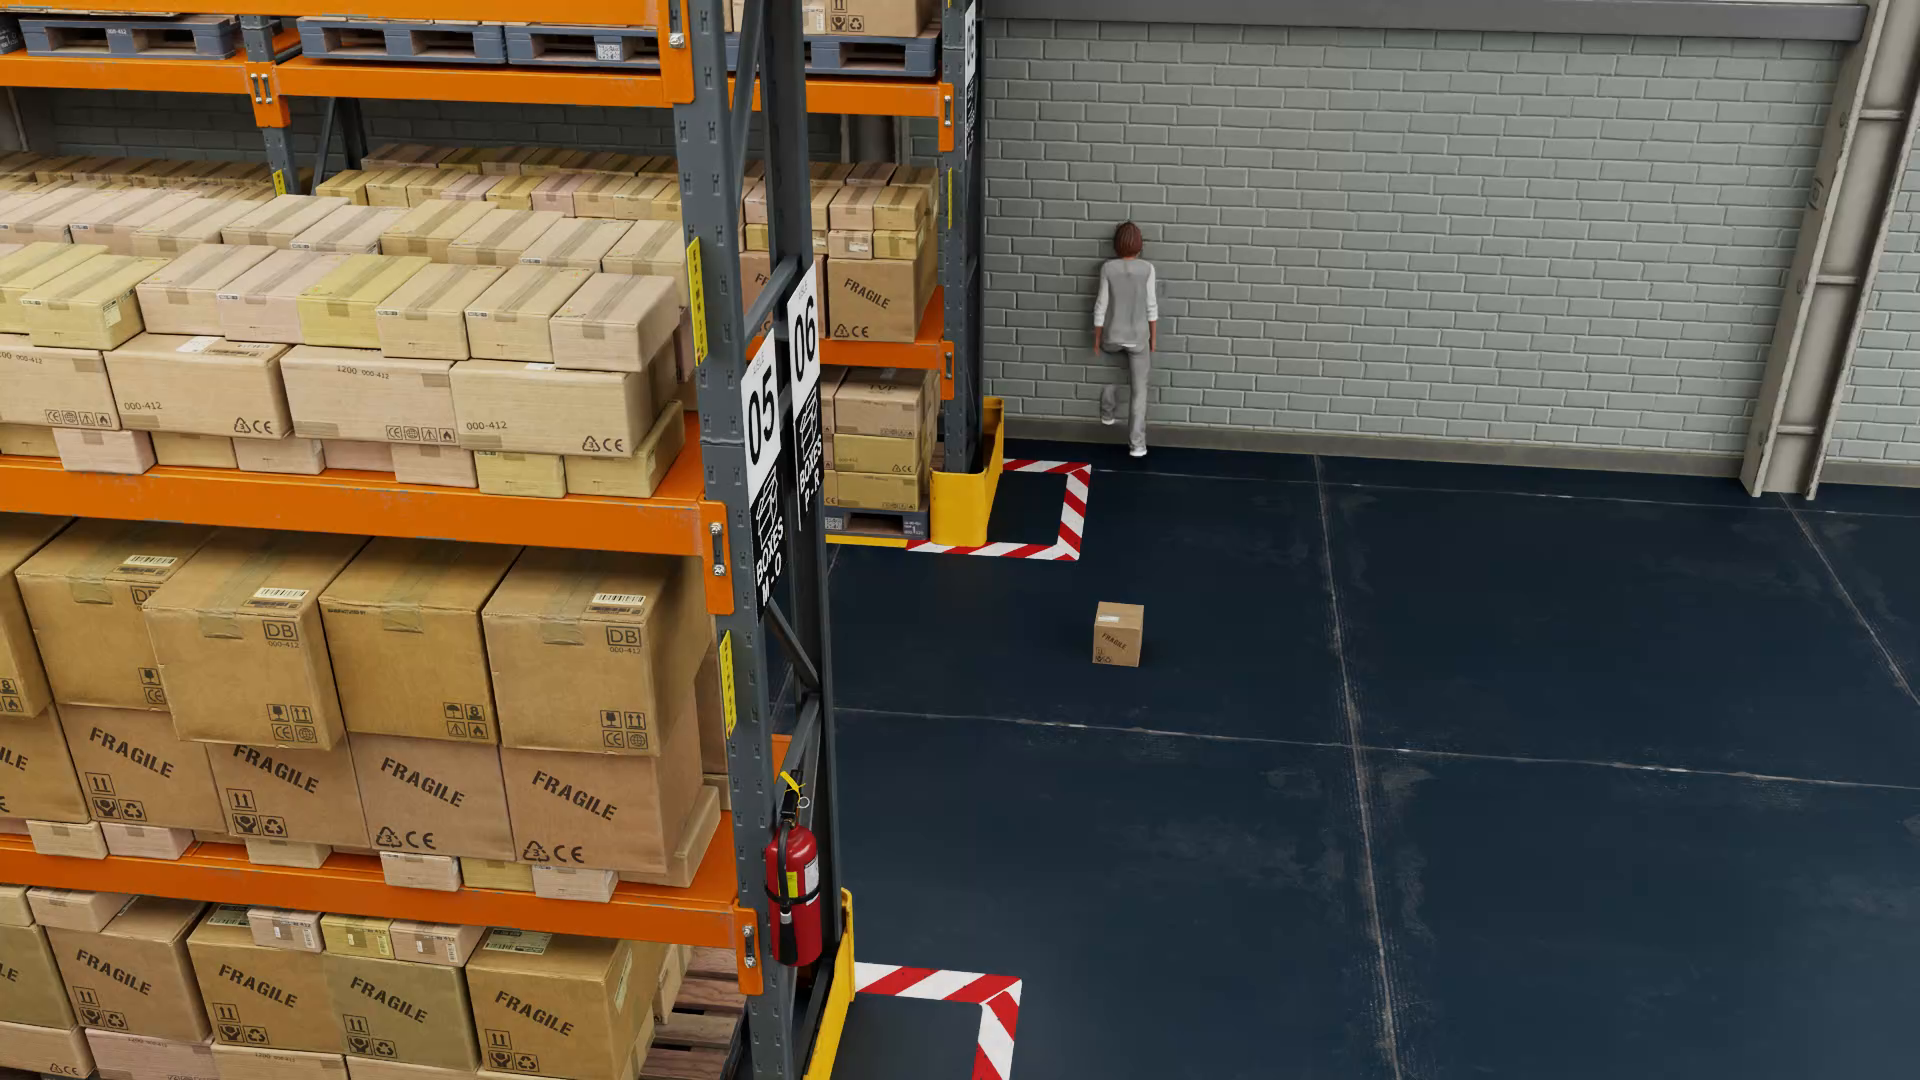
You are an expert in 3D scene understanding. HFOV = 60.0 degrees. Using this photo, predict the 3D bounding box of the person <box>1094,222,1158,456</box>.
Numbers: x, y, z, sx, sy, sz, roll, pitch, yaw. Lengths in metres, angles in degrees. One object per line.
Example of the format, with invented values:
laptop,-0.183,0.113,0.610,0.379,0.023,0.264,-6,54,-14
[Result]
person,1.107,-1.353,11.189,0.427,1.597,0.589,3,29,6
